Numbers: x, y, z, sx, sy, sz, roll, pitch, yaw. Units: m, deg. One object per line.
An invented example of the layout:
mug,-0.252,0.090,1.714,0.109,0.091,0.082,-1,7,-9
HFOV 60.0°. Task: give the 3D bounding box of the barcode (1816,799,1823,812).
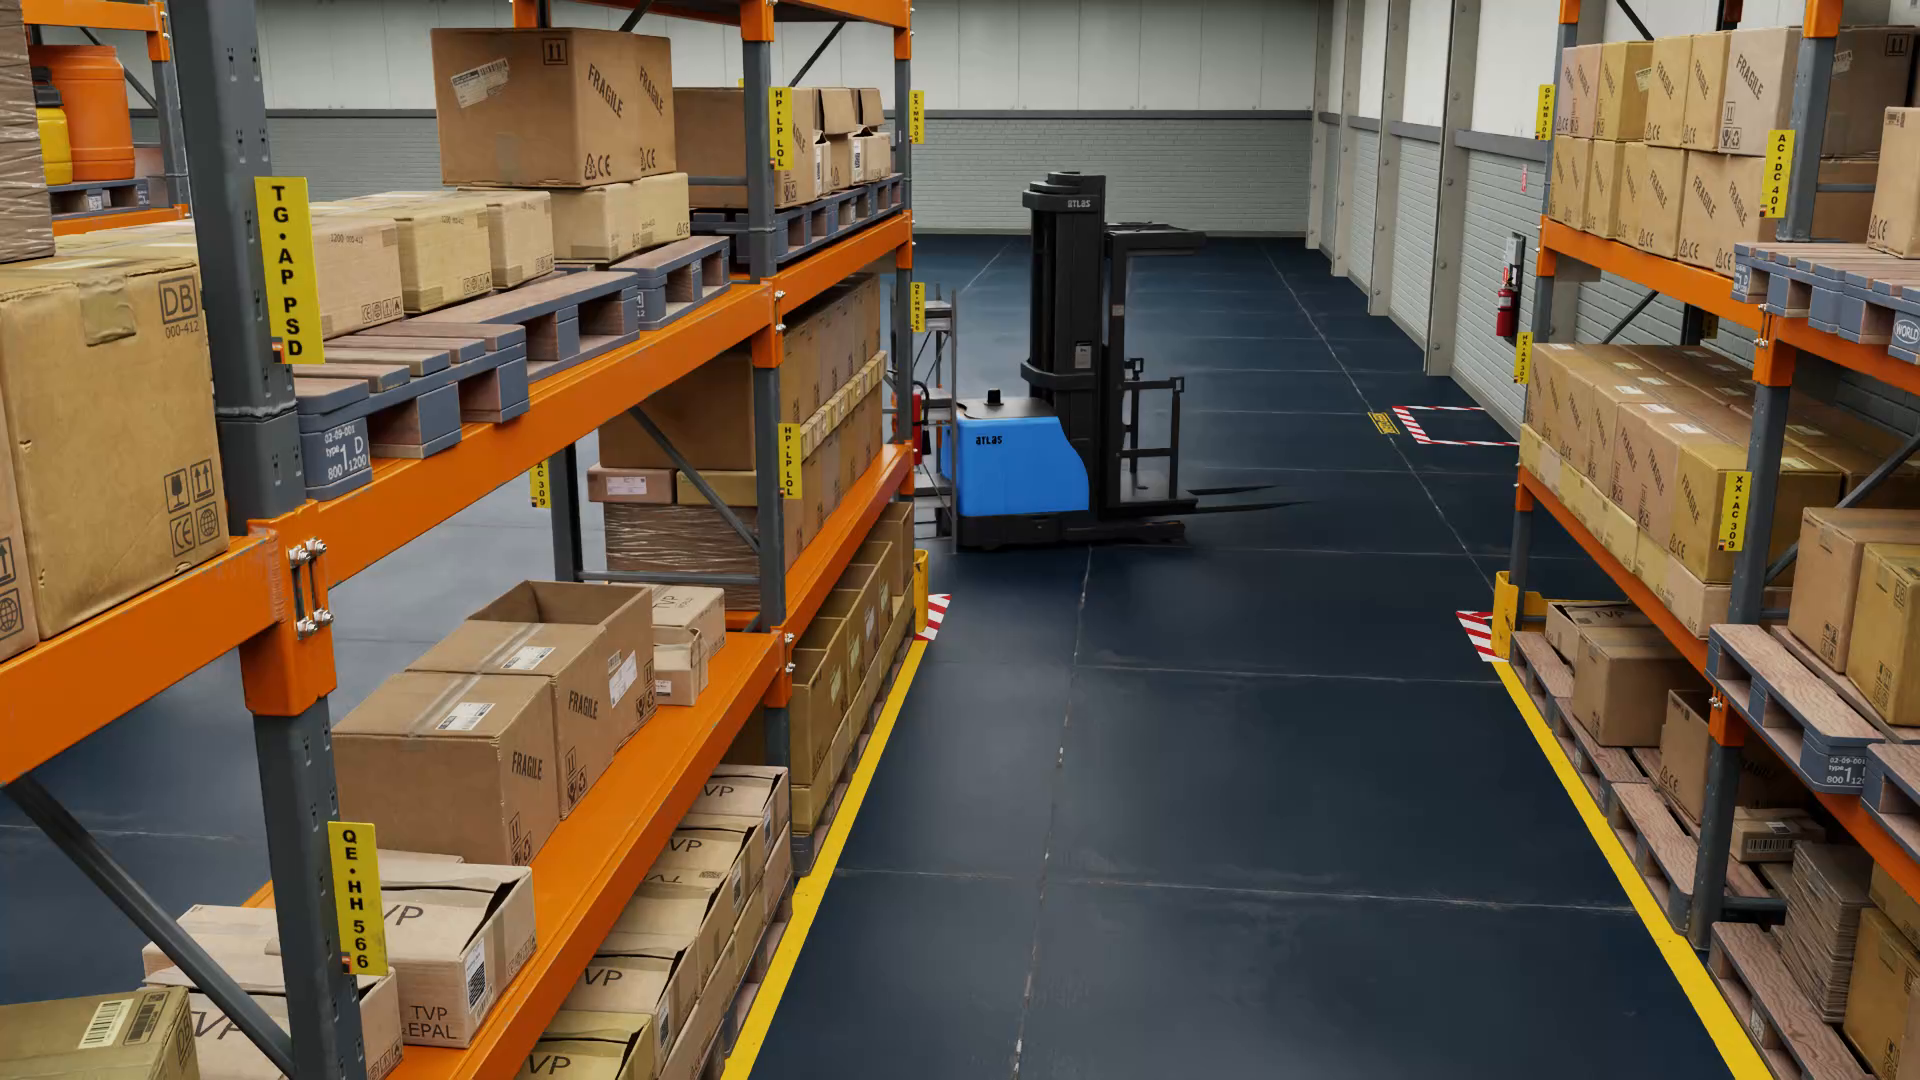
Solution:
barcode,4.049,1.235,7.829,0.001,0.075,0.075,2,15,6

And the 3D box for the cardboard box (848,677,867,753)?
cardboard box,-0.791,0.927,8.951,0.500,0.250,0.500,2,15,6

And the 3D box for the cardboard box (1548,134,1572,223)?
cardboard box,3.820,-2.146,9.877,0.500,0.500,0.500,2,15,8

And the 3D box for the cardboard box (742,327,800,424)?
cardboard box,-1.168,-0.748,8.006,0.700,0.500,0.500,2,15,6

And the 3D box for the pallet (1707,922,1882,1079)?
pallet,3.569,1.866,6.358,1.003,0.211,1.213,2,15,6

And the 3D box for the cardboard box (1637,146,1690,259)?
cardboard box,3.561,-1.602,7.864,0.500,0.500,0.500,1,15,4

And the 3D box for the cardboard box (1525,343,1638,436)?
cardboard box,3.754,-0.904,10.071,0.500,0.500,0.500,2,15,6

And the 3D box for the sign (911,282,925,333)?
sign,-0.278,-1.518,10.859,0.100,0.325,0.005,2,15,6

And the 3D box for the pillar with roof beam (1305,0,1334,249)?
pillar with roof beam,3.995,-11.316,38.273,9.100,9.000,0.400,2,15,6

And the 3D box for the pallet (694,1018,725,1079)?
pallet,-1.447,2.028,5.757,1.003,0.211,1.213,2,15,6

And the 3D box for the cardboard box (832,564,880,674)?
cardboard box,-0.737,0.435,9.333,0.500,0.500,0.500,2,15,6

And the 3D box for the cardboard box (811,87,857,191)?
cardboard box,-0.956,-2.019,8.365,0.797,0.503,0.637,3,16,12

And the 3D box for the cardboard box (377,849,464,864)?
cardboard box,-1.631,0.999,4.702,0.380,0.149,0.250,3,15,10

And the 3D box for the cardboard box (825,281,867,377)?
cardboard box,-0.941,-1.268,9.929,0.700,0.500,0.500,1,15,5

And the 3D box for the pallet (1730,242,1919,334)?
pallet,3.480,-0.883,5.793,1.213,0.211,1.003,2,15,6

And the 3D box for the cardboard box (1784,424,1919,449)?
cardboard box,3.978,-0.231,7.584,0.500,0.500,0.500,2,15,6

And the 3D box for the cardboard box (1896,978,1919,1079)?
cardboard box,3.482,1.770,5.316,0.700,0.500,0.500,2,15,7

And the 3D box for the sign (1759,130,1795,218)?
sign,3.115,-1.394,6.334,0.100,0.325,0.005,2,15,6

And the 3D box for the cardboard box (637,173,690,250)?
cardboard box,-1.346,-1.246,6.260,0.500,0.250,0.500,3,15,12

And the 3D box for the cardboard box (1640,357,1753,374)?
cardboard box,4.198,-0.760,9.540,0.500,0.500,0.500,2,15,7

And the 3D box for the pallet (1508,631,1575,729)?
pallet,3.971,0.856,10.093,1.003,0.211,1.213,2,15,6

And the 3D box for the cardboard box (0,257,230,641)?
cardboard box,-1.735,-0.172,2.614,0.910,0.500,0.500,2,15,6

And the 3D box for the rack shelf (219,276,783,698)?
rack shelf,-1.493,-0.409,5.061,1.077,0.370,4.000,2,15,6

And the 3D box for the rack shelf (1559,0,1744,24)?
rack shelf,3.881,-2.748,7.971,1.077,0.370,4.000,2,15,6

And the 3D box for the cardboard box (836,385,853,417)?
cardboard box,-0.815,-0.786,9.387,0.380,0.149,0.250,2,15,8

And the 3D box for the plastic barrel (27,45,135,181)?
plastic barrel,-5.666,-2.740,10.674,0.600,0.830,0.708,2,15,6

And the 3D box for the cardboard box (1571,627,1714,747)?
cardboard box,3.742,0.788,8.948,0.700,0.500,0.500,1,15,3

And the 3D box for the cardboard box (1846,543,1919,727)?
cardboard box,3.494,0.333,5.651,0.700,0.500,0.500,3,15,12

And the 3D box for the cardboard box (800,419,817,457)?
cardboard box,-0.930,-0.518,8.396,0.380,0.149,0.250,1,15,4

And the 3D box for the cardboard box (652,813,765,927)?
cardboard box,-1.081,1.275,6.588,0.500,0.311,0.500,2,15,8

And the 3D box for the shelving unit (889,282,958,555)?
shelving unit,-0.287,-0.947,13.141,0.431,2.100,0.503,-4,16,-14

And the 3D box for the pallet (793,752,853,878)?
pallet,-1.136,1.314,8.399,1.003,0.211,1.213,2,15,6

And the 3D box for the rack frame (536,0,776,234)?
rack frame,-1.267,-2.723,6.494,1.000,3.000,0.127,2,15,6

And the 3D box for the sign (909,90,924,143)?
sign,-0.278,-2.682,10.544,0.100,0.325,0.005,2,15,6

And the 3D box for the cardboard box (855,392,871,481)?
cardboard box,-0.936,-0.656,10.150,0.700,0.500,0.500,2,15,8

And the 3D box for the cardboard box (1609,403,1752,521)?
cardboard box,3.519,-0.373,8.108,0.500,0.500,0.500,1,15,5

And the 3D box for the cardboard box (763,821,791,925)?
cardboard box,-1.026,1.413,7.152,0.500,0.250,0.500,2,15,6

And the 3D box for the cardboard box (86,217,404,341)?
cardboard box,-1.682,-0.624,3.960,0.500,0.250,0.500,2,15,8

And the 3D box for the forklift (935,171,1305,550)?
forklift,1.361,-1.515,13.651,3.031,2.935,1.130,-3,16,-13

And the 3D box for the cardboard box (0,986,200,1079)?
cardboard box,-1.678,1.126,2.756,0.700,0.500,0.500,-3,16,-13

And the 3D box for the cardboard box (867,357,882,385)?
cardboard box,-0.698,-1.054,10.377,0.380,0.149,0.250,2,15,8

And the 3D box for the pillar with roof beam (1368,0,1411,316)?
pillar with roof beam,2.641,-8.204,26.763,9.100,9.000,0.400,2,15,6

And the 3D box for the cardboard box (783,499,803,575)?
cardboard box,-1.171,-0.128,8.197,0.700,0.500,0.500,2,15,6

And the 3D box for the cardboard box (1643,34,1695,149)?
cardboard box,3.542,-2.087,7.742,0.500,0.500,0.500,1,15,4

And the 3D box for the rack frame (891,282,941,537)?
rack frame,-0.350,-1.008,13.369,0.400,2.100,0.015,-4,16,-14

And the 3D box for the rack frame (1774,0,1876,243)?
rack frame,3.655,-2.578,5.958,1.000,3.000,0.127,2,15,6

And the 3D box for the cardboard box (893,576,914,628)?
cardboard box,-0.583,0.408,10.871,0.500,0.250,0.500,2,15,6

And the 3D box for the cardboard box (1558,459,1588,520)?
cardboard box,3.628,-0.273,9.173,0.500,0.250,0.500,1,15,5

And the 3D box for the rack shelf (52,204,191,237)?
rack shelf,-5.963,-1.594,9.441,1.077,0.370,4.000,2,15,6

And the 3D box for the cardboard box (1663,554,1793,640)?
cardboard box,3.407,0.249,7.245,0.500,0.250,0.500,2,15,6

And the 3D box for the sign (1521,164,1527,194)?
sign,5.981,-3.827,17.627,0.001,0.298,0.199,2,15,6

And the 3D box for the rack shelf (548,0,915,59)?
rack shelf,-1.042,-2.702,8.558,1.077,0.370,4.000,2,15,6

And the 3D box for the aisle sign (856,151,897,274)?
aisle sign,-0.517,-2.128,10.805,0.394,0.787,0.004,2,15,6

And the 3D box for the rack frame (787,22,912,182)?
rack frame,-0.816,-3.761,10.331,1.000,3.000,0.127,2,15,6

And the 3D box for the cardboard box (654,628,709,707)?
cardboard box,-1.184,0.471,6.431,0.396,0.266,0.258,1,15,5
